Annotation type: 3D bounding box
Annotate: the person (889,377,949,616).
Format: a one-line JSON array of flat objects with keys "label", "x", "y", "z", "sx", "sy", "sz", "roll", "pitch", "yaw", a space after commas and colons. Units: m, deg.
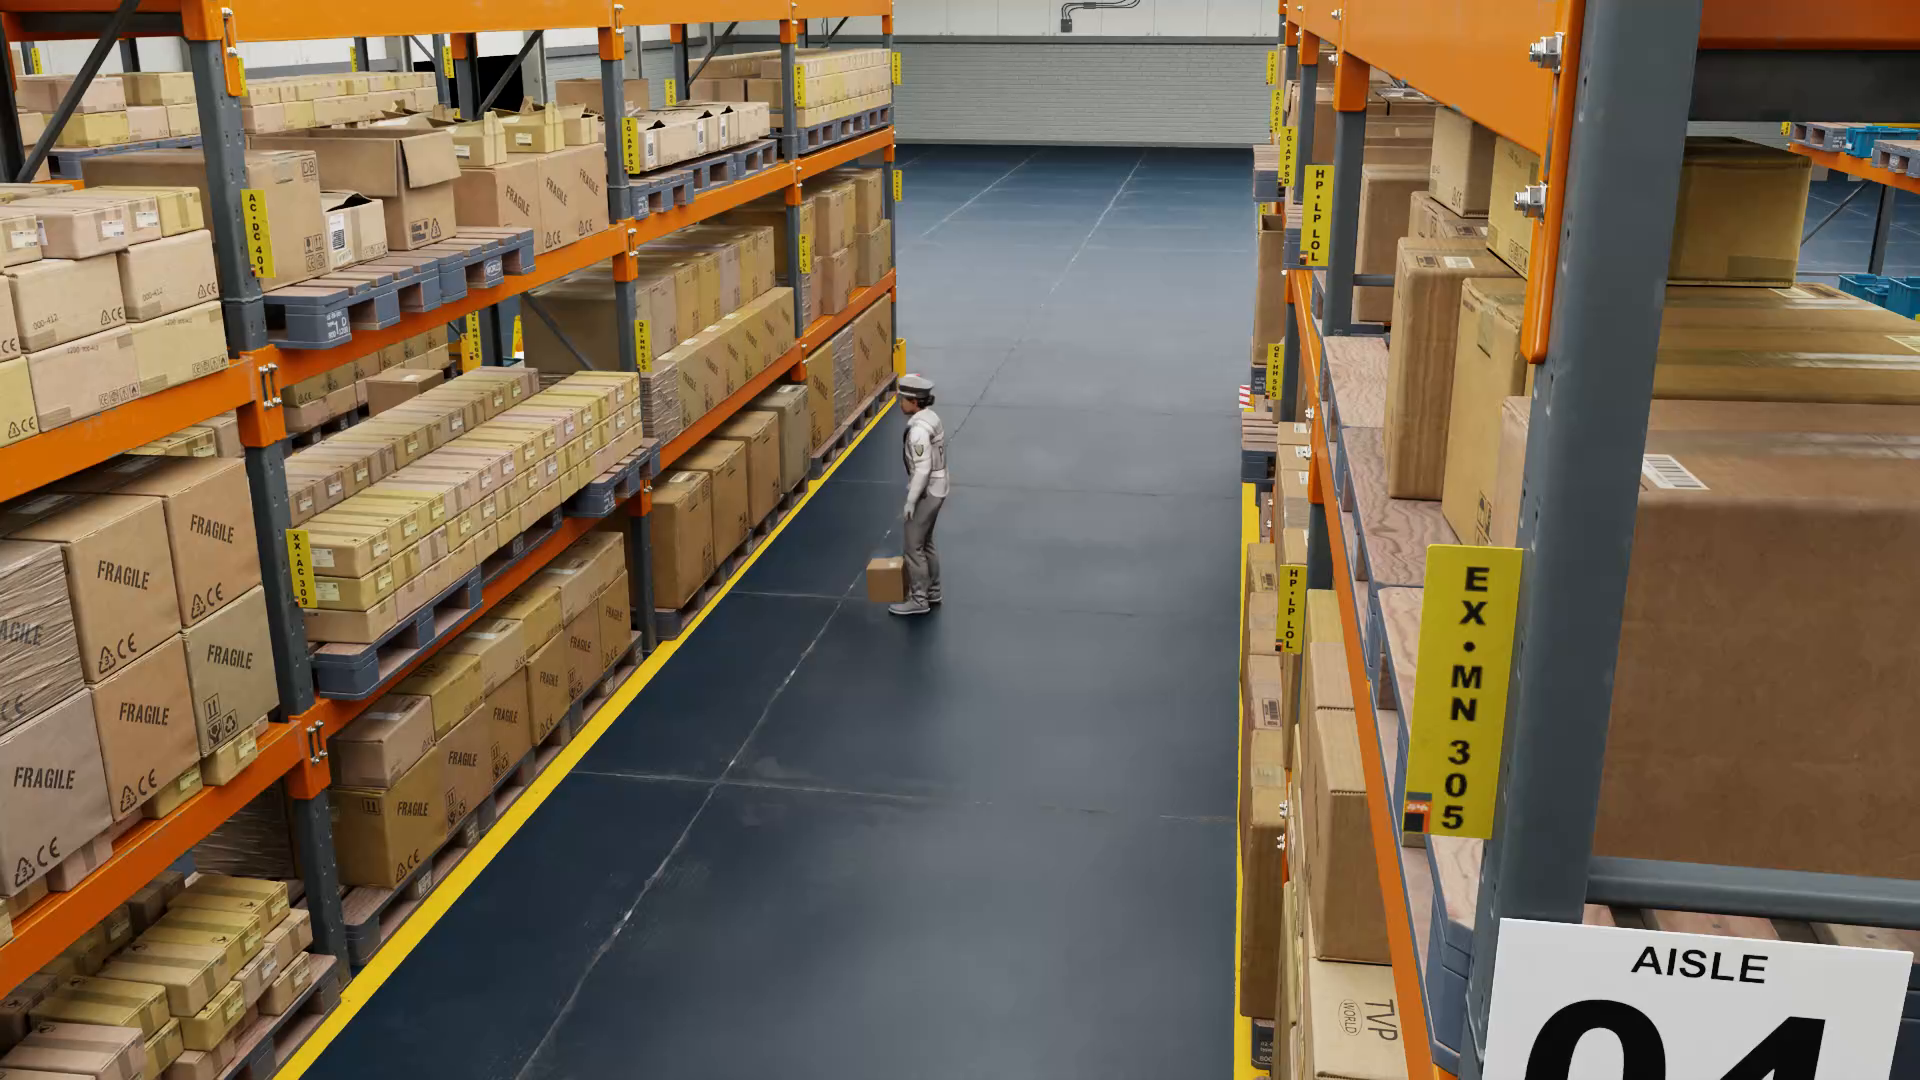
[{"label": "person", "x": -0.283, "y": -0.304, "z": 11.482, "sx": 0.412, "sy": 1.665, "sz": 0.513, "roll": 2, "pitch": 18, "yaw": 7}]
